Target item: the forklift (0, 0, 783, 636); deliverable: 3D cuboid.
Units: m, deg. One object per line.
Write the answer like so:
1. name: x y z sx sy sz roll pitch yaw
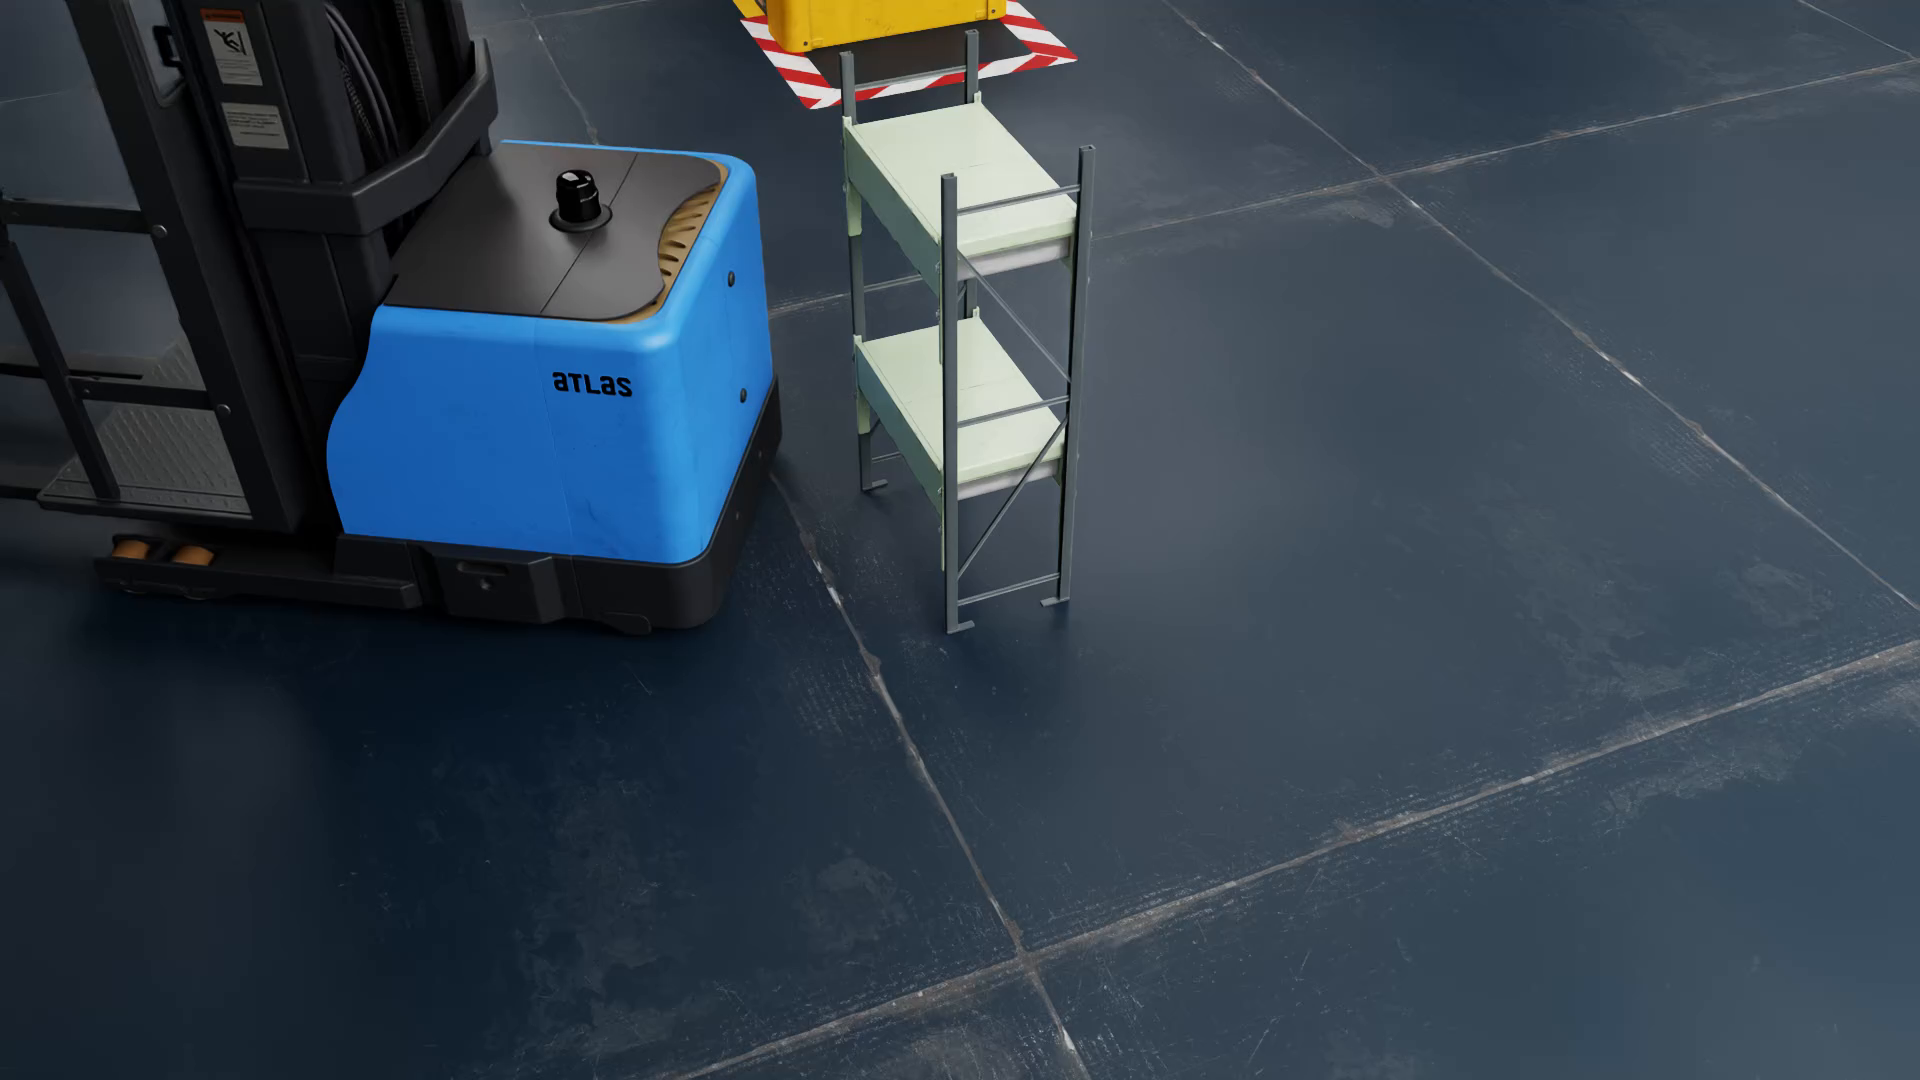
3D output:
1. forklift: -2.151 -1.265 4.473 3.031 2.935 1.130 5 41 6

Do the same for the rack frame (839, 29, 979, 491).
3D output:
1. rack frame: -0.137 -0.785 5.013 0.400 1.500 0.023 -15 43 -17

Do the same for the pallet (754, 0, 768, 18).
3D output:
1. pallet: -0.694 -3.113 8.708 1.003 0.211 1.213 -15 43 -17

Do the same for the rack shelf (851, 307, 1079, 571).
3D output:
1. rack shelf: 0.003 -0.317 4.969 0.431 0.370 0.720 -15 43 -17

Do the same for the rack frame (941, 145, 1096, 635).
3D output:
1. rack frame: 0.143 -0.344 4.500 0.400 1.500 0.023 -15 43 -17

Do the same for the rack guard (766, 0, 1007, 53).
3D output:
1. rack guard: -0.354 -2.758 8.074 1.175 0.500 0.348 -15 43 -17

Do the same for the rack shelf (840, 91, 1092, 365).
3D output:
1. rack shelf: 0.003 -0.861 4.502 0.431 0.370 0.720 -15 43 -17

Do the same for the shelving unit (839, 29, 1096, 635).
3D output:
1. shelving unit: 0.003 -0.565 4.756 0.431 1.500 0.755 -15 43 -17
